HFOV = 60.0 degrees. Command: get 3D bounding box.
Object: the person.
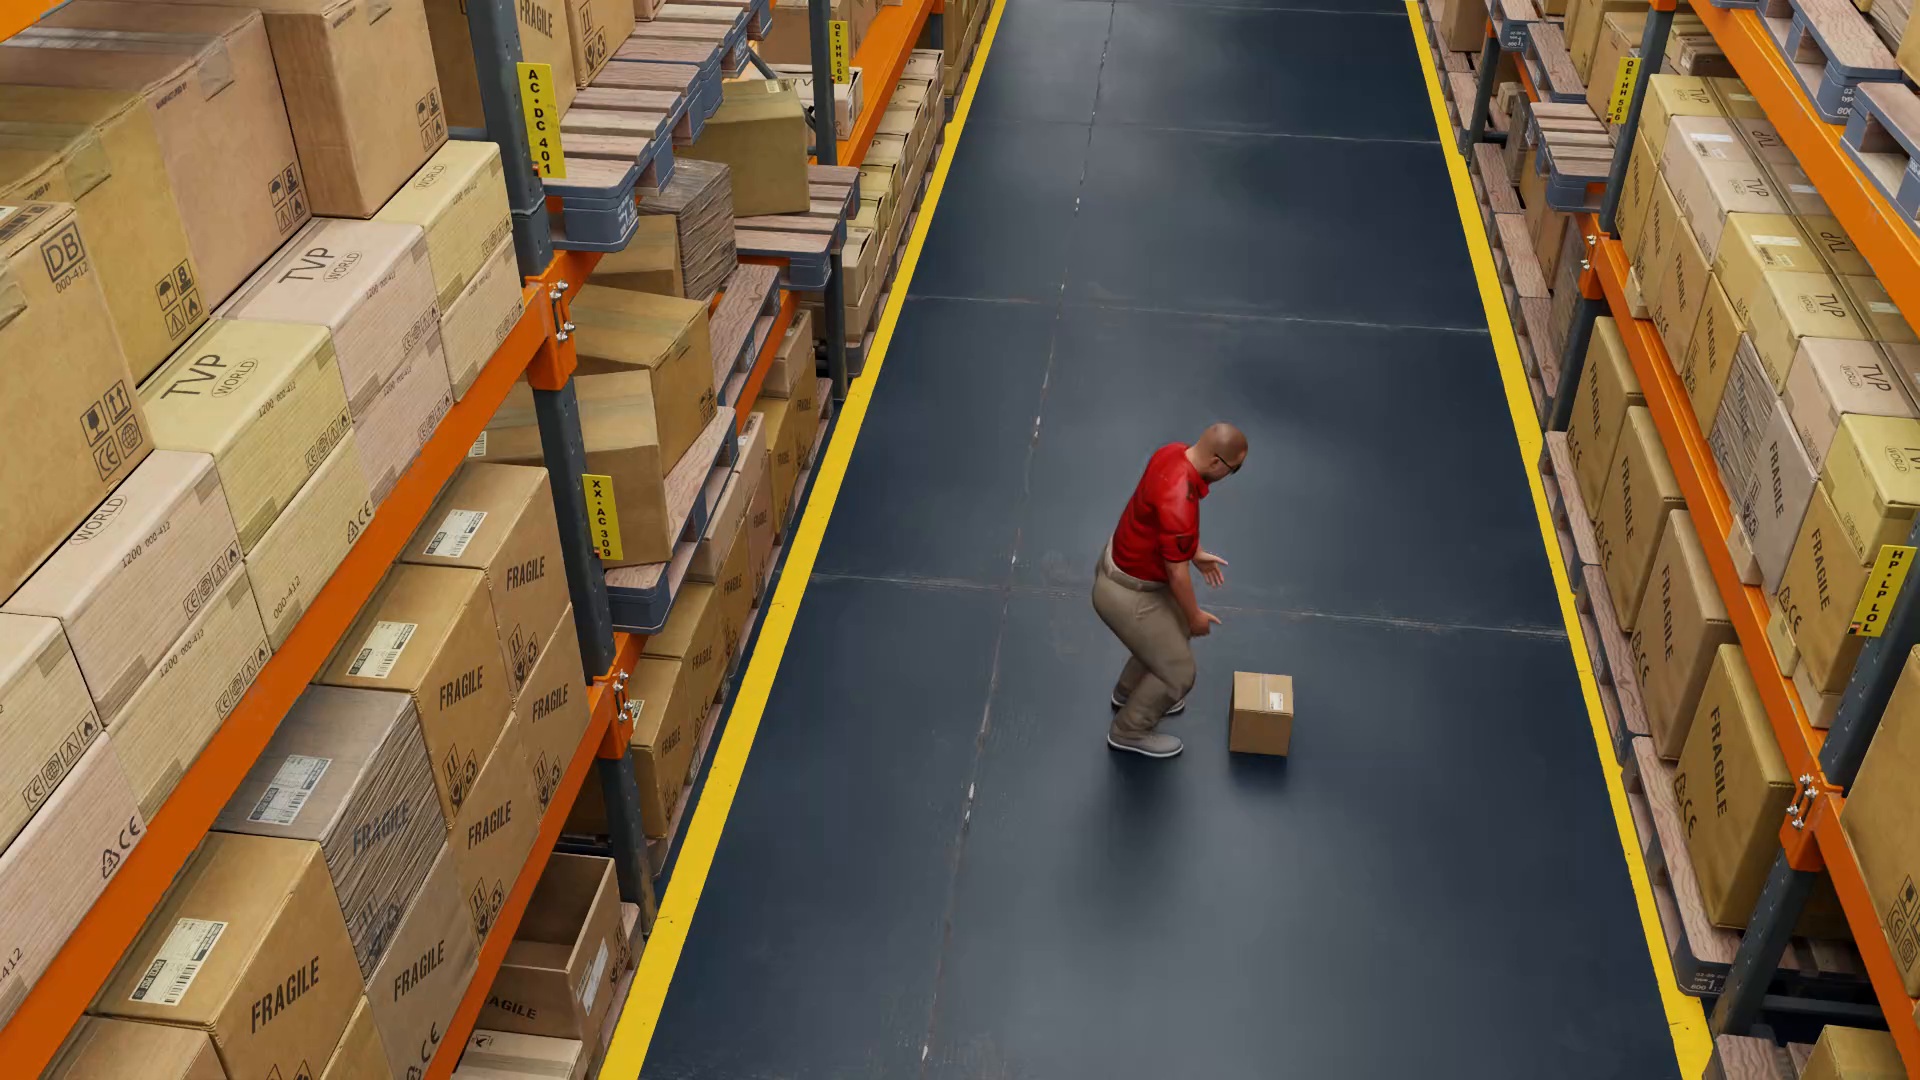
[{"bbox_3d":[0.867,0.177,6.959,0.532,1.566,0.581,5,36,7],"label":"person"}]
